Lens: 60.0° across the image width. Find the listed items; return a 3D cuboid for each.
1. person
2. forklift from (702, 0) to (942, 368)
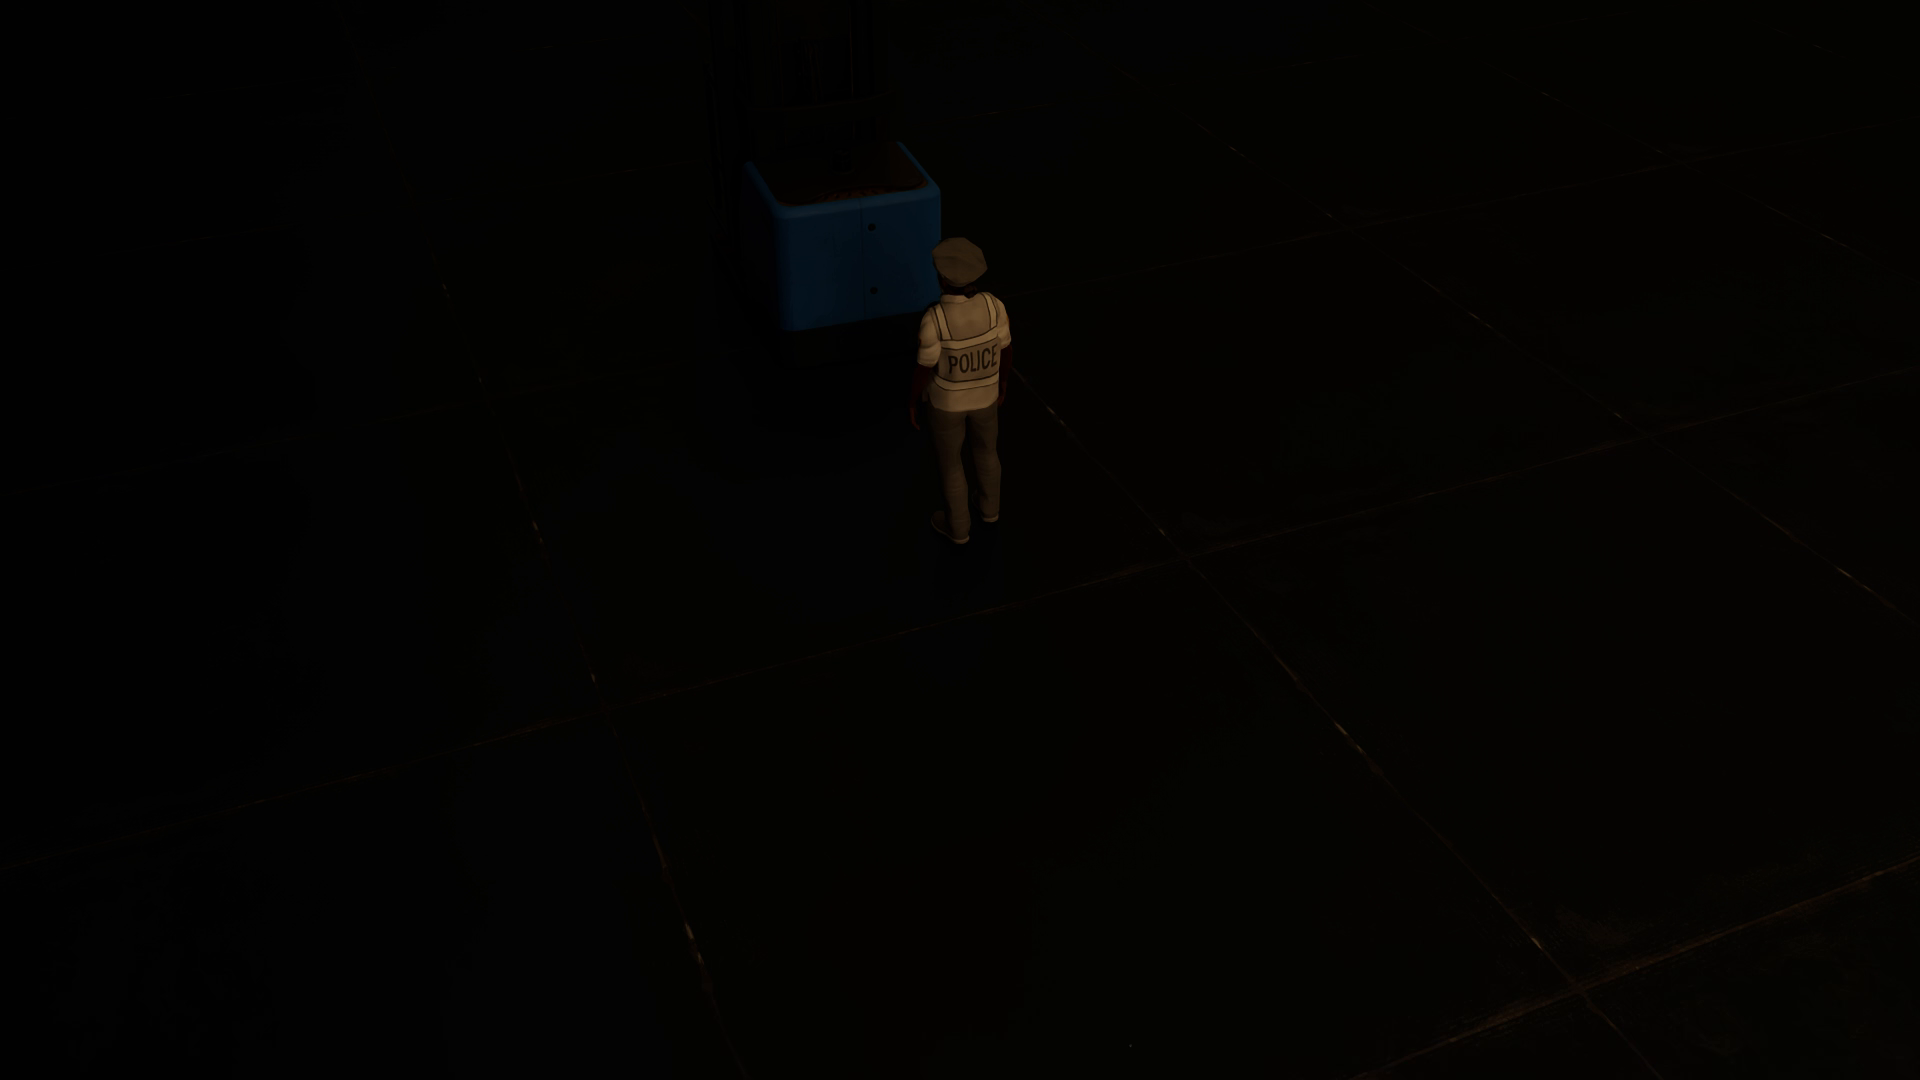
[{"bbox_3d":[-0.012,-0.740,8.196,0.570,1.694,0.528,-14,38,-19],"label":"person"},{"bbox_3d":[-1.060,-3.077,10.425,1.130,2.935,3.031,-11,37,-16],"label":"forklift"}]
